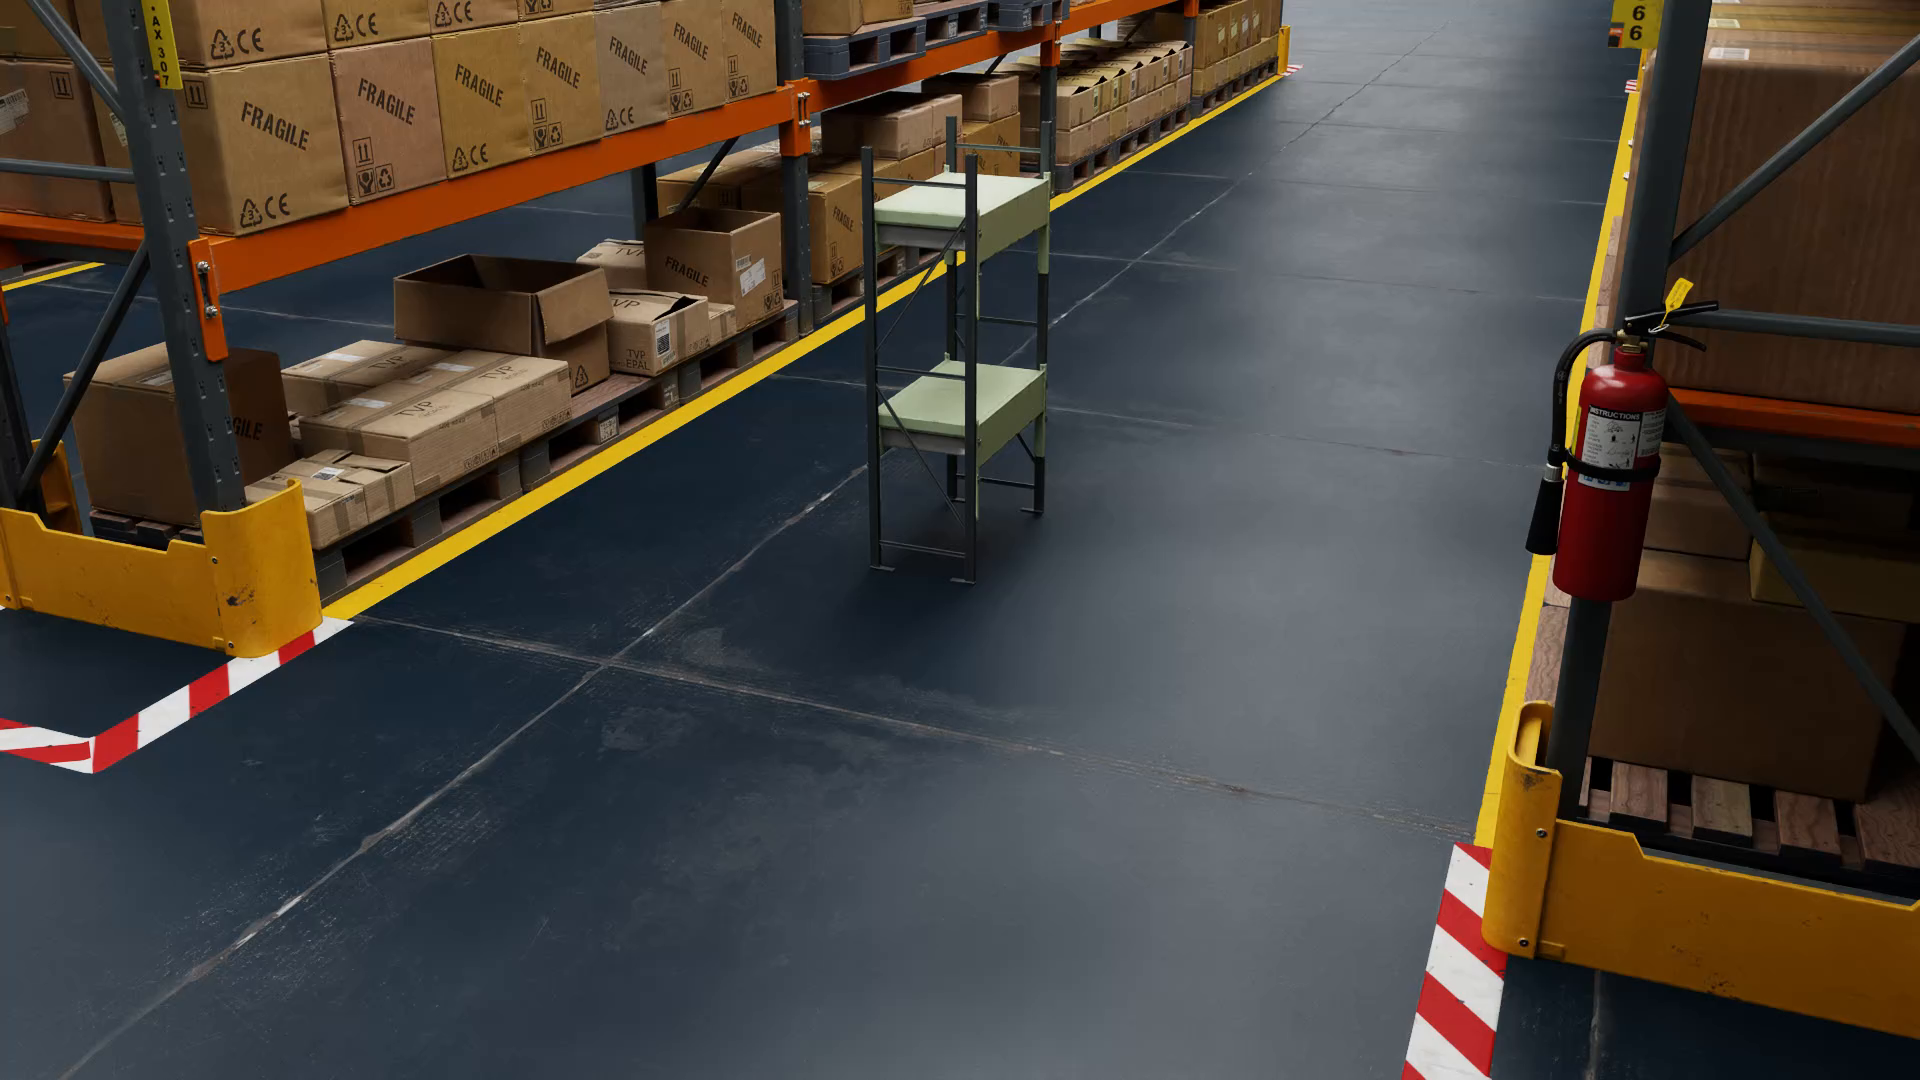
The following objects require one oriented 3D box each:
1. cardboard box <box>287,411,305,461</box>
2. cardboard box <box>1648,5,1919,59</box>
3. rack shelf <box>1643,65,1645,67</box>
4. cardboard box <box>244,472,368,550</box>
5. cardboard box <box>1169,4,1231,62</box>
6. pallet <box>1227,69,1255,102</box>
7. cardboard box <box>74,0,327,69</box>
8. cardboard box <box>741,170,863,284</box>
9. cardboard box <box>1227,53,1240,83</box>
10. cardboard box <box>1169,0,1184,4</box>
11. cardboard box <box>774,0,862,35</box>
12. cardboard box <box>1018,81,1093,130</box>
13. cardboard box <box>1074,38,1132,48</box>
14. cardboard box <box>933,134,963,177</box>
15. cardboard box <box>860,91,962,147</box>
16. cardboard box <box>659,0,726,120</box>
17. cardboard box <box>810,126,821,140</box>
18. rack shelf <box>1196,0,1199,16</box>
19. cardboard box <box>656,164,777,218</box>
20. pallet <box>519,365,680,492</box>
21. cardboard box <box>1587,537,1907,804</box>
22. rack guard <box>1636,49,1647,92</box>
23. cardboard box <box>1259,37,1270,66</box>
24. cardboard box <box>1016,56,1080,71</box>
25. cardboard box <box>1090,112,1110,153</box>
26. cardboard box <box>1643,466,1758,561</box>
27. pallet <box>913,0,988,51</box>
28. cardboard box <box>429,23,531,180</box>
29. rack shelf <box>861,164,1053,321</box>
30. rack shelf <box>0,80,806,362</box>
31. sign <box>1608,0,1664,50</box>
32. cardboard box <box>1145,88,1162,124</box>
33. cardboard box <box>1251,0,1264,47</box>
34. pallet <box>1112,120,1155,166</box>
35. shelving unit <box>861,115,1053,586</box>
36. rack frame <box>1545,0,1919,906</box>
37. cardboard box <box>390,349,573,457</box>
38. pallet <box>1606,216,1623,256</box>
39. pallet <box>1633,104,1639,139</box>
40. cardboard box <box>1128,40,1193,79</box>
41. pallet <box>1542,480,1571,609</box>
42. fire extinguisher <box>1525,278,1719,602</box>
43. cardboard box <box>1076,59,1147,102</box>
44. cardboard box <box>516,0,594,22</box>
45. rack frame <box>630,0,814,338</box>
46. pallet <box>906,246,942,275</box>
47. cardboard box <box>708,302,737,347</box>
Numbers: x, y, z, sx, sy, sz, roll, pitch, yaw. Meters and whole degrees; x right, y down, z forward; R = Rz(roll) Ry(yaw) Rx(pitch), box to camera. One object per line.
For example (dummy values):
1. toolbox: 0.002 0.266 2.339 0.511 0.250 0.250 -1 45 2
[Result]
1. cardboard box: -2.549 -0.371 6.352 0.380 0.166 0.250 9 24 20
2. cardboard box: 2.285 -0.990 4.339 0.980 0.700 0.700 9 24 20
3. rack shelf: 5.559 -3.652 12.035 1.077 0.370 4.000 9 24 20
4. cardboard box: -2.281 -0.102 5.730 0.380 0.149 0.250 9 24 20
5. cardboard box: 2.343 -4.980 16.330 0.500 0.500 0.500 9 24 20
6. pallet: 2.487 -4.838 17.558 1.003 0.211 1.213 9 24 20
7. cardboard box: -2.346 -1.742 5.102 0.500 0.500 0.500 10 25 22
8. cardboard box: -0.864 -1.733 9.179 0.500 0.500 0.500 8 24 18
9. cardboard box: 2.536 -4.812 16.900 0.500 0.250 0.500 9 24 20
10. cardboard box: 2.050 -5.233 16.935 0.500 0.500 0.500 9 24 20
11. cardboard box: -0.886 -2.922 8.680 0.700 0.500 0.500 1 23 2
12. cardboard box: 0.683 -3.305 12.567 0.500 0.311 0.500 10 25 22
13. cardboard box: 1.317 -4.479 15.377 0.500 0.311 0.500 9 24 20
14. cardboard box: -0.295 -2.284 10.498 0.500 0.500 0.500 8 24 18
15. cardboard box: -0.307 -2.616 10.321 0.500 0.250 0.500 8 24 19
16. cardboard box: -1.408 -2.191 7.473 0.500 0.500 0.500 9 24 22
17. cardboard box: -0.788 -2.349 10.655 0.500 0.500 0.500 8 24 18
18. rack shelf: 2.444 -5.791 17.157 1.077 0.370 4.000 9 24 20
19. cardboard box: -1.353 -1.812 9.369 0.500 0.500 0.500 9 24 20
20. pallet: -1.978 -0.574 7.351 1.003 0.211 1.213 9 24 20
21. cardboard box: 2.012 0.289 4.364 0.700 0.500 0.500 9 24 20
22. rack guard: 7.760 -4.951 17.453 1.175 0.500 0.348 9 24 20
23. cardboard box: 3.088 -5.349 18.187 0.500 0.250 0.500 9 24 20
24. cardboard box: 0.747 -3.929 14.059 0.500 0.311 0.500 9 24 22
25. cardboard box: 0.869 -3.227 13.106 0.500 0.250 0.500 8 24 19
26. cardboard box: 1.890 -0.082 4.412 0.380 0.149 0.250 8 24 19
27. pallet: -0.502 -3.191 10.247 1.003 0.211 1.213 9 24 20
28. cardboard box: -1.970 -1.645 6.167 0.500 0.500 0.500 9 24 20
29. rack shelf: 0.002 -1.055 5.816 0.431 0.370 0.720 9 24 20
30. rack shelf: -2.013 -1.497 6.876 1.077 0.370 4.000 9 24 20
31. sign: 1.346 -1.132 3.258 0.100 0.325 0.005 9 24 20
32. cardboard box: 1.437 -3.779 14.428 0.500 0.250 0.500 9 24 21
33. cardboard box: 2.907 -5.516 17.613 0.500 0.500 0.500 9 24 20
34. pallet: 1.012 -3.414 14.149 1.003 0.211 1.213 9 24 20
35. shelving unit: 0.002 -0.694 5.967 0.431 1.500 0.755 9 24 20
36. rack frame: 1.845 -0.406 3.329 1.000 3.000 0.127 9 24 20
37. cardboard box: -1.919 -0.560 6.694 0.500 0.250 0.500 9 24 20
38. pallet: 4.454 -1.710 10.071 1.003 0.211 1.213 9 24 20
39. pallet: 6.519 -3.659 14.735 1.003 0.211 1.213 9 24 20
40. cardboard box: 1.817 -4.406 15.200 0.500 0.311 0.500 9 24 20
41. pallet: 2.524 0.149 5.620 1.003 0.211 1.213 9 24 20
42. fire extinguisher: 1.360 -0.210 3.445 0.296 0.674 0.183 9 24 20
43. cardboard box: 1.252 -3.861 13.896 0.500 0.311 0.500 8 24 19
44. cardboard box: -1.781 -2.290 6.415 0.500 0.500 0.500 9 24 20
45. rack frame: -1.270 -2.545 8.451 1.000 3.000 0.127 9 24 20
46. pallet: -0.551 -1.993 10.747 1.003 0.211 1.213 9 24 20
47. cardboard box: -1.302 -1.045 7.988 0.380 0.149 0.250 9 24 20
